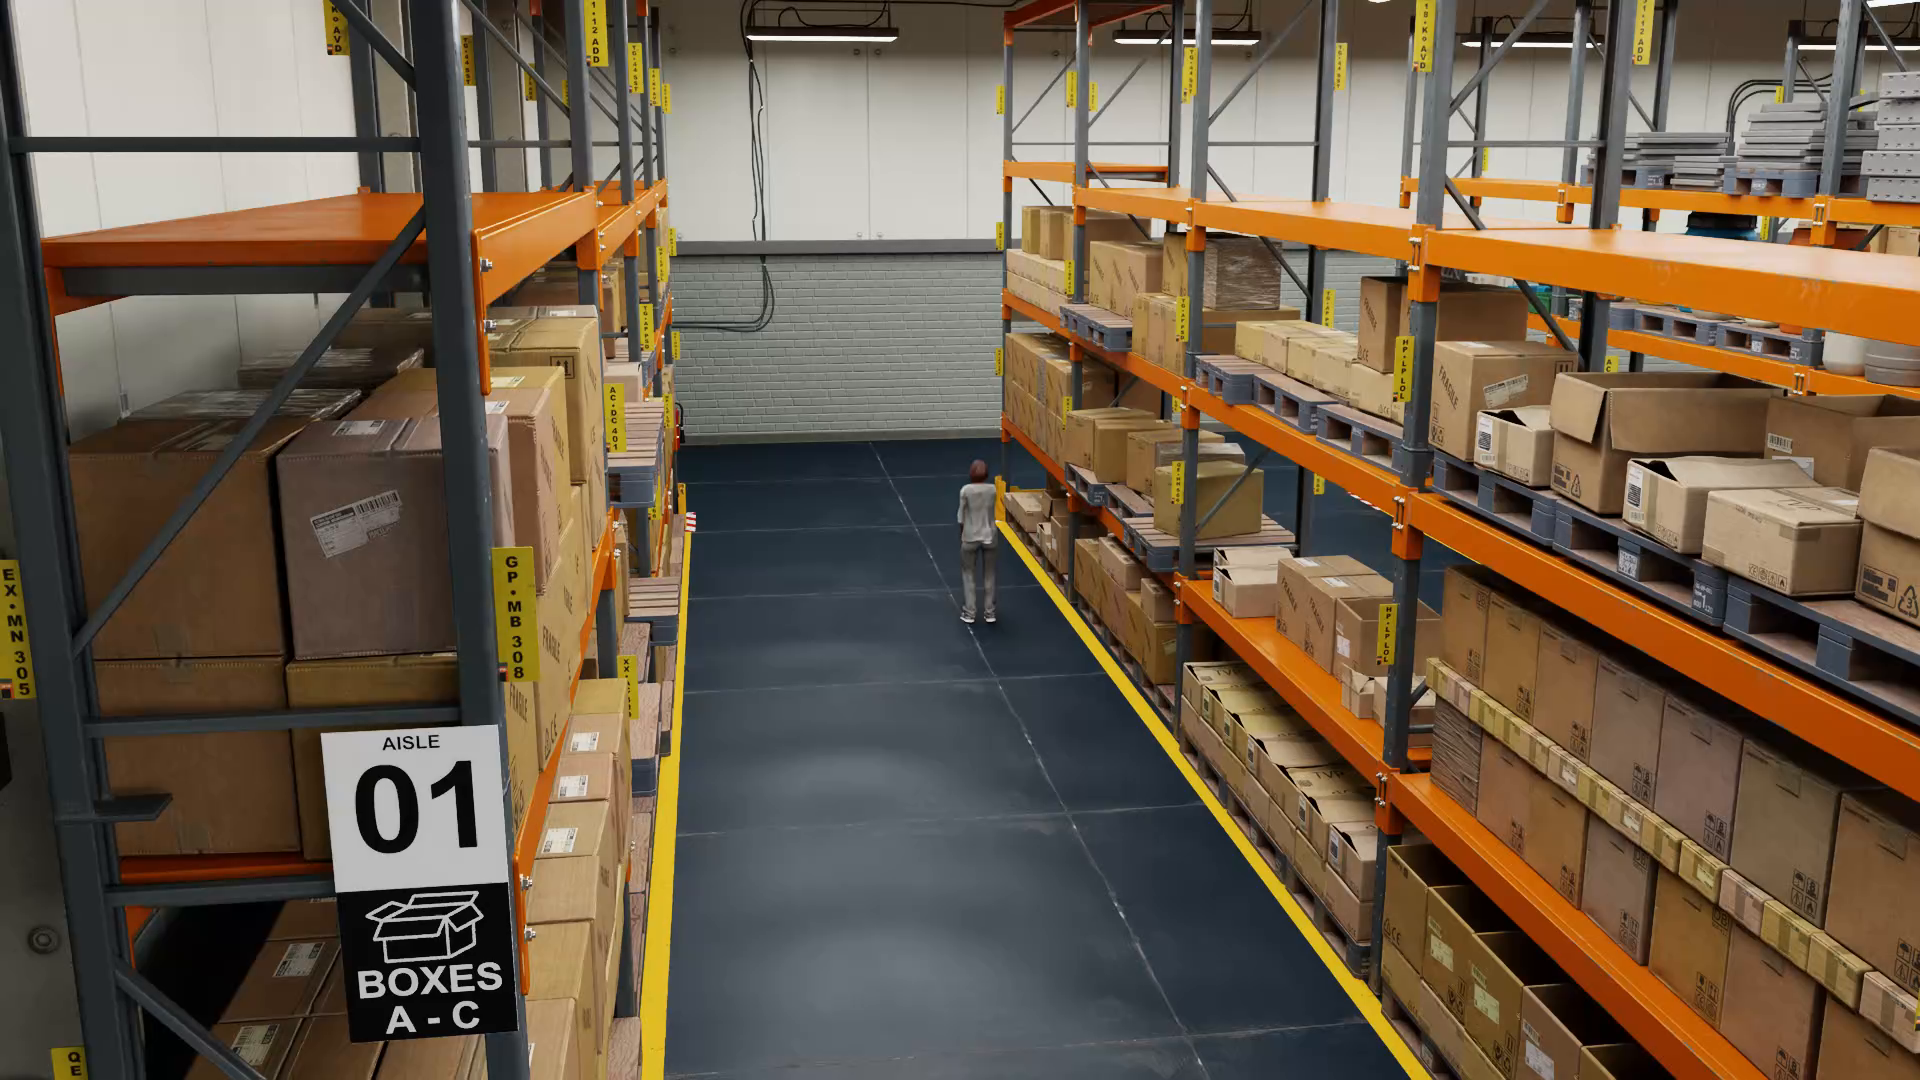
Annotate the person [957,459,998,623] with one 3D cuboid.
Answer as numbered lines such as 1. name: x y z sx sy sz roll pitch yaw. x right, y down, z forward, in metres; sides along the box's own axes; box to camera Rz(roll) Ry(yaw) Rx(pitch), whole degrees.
1. person: 0.168 -0.006 16.047 0.375 1.599 0.500 -2 14 -9
